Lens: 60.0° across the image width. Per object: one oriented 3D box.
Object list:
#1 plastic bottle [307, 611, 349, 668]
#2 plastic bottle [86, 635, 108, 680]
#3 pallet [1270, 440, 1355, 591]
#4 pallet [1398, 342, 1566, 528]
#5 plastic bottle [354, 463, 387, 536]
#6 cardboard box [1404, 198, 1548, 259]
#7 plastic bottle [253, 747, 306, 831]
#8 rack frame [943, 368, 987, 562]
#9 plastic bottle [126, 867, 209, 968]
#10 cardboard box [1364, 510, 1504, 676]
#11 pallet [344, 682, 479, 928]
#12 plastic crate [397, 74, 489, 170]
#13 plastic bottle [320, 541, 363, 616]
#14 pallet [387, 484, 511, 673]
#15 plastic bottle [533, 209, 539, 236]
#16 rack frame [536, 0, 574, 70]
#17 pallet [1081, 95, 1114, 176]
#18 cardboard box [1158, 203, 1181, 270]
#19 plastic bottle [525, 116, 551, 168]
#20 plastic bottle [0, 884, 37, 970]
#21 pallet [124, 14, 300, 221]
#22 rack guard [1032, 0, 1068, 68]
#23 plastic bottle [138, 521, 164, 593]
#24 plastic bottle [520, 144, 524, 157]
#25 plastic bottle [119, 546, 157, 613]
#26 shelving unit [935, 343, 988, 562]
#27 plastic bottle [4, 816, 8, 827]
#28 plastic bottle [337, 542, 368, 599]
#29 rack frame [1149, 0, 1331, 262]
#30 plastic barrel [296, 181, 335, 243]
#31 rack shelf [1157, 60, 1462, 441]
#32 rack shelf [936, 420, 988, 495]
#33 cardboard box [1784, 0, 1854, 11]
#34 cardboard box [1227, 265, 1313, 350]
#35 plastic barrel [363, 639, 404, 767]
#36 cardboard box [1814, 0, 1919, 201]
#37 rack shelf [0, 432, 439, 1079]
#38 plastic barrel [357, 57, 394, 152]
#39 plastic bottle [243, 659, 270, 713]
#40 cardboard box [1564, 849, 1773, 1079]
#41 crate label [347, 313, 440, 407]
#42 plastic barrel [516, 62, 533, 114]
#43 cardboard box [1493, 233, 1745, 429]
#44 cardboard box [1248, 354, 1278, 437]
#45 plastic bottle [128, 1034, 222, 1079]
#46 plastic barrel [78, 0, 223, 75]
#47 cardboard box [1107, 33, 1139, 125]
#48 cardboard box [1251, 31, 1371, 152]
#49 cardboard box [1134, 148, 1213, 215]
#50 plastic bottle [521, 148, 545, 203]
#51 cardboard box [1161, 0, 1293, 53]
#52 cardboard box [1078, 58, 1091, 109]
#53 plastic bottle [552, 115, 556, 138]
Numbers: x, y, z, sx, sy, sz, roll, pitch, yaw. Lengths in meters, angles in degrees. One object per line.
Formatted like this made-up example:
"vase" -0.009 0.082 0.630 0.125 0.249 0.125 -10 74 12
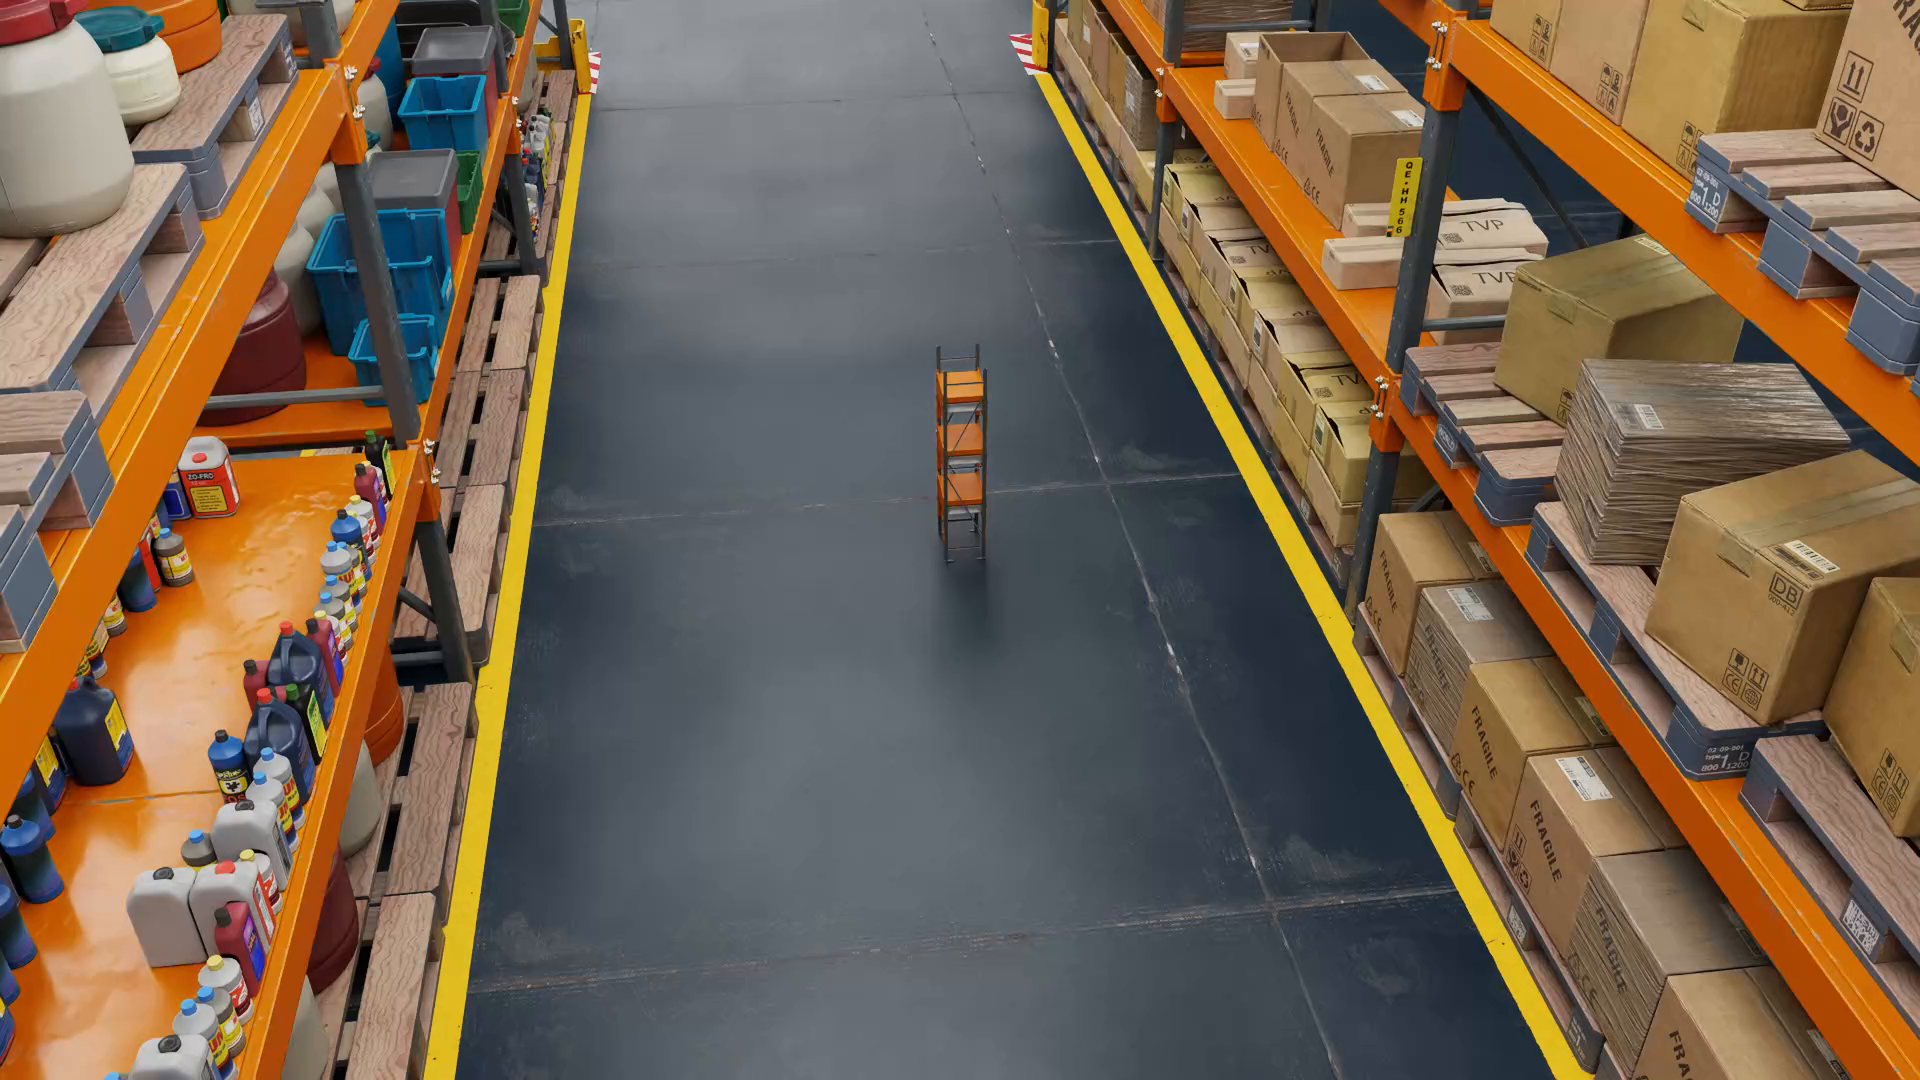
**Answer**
"plastic bottle" -2.019 0.316 5.299 0.097 0.201 0.097 0 34 0
"plastic bottle" -2.778 0.313 5.242 0.097 0.271 0.097 0 34 0
"pallet" 2.221 -0.218 8.382 1.003 0.211 1.213 -4 35 -6
"pallet" 2.454 -0.455 6.425 1.213 0.211 1.003 -4 35 -6
"plastic bottle" -2.108 -0.164 5.931 0.061 0.283 0.133 -4 35 -6
"cardboard box" 2.365 -1.385 7.697 0.500 0.311 0.500 -5 35 -7
"plastic bottle" -1.920 0.696 4.679 0.097 0.271 0.097 0 34 0
"rack frame" 0.024 -0.336 7.811 0.200 1.050 0.008 -4 35 -6
"plastic bottle" -2.038 0.957 4.293 0.152 0.276 0.135 -4 35 -6
"cardboard box" 2.071 0.219 7.094 0.500 0.500 0.500 -3 34 -4
"pallet" -2.469 1.055 6.515 1.003 0.211 1.213 -4 35 -6
"plastic crate" -2.697 -2.168 8.782 0.392 0.384 0.575 -4 35 -6
"plastic bottle" -2.058 0.124 5.519 0.097 0.271 0.097 0 34 0
"pallet" -2.682 0.183 7.795 1.003 0.211 1.213 -4 35 -6
"plastic bottle" -2.776 -2.060 10.703 0.097 0.201 0.097 0 34 0
"rack frame" -3.692 -4.999 12.922 1.000 3.000 0.127 -4 35 -6
"pallet" 1.522 -3.117 12.636 1.003 0.211 1.213 -4 35 -6
"cardboard box" 1.564 -1.933 10.492 0.500 0.250 0.500 -5 35 -8
"plastic bottle" -2.959 -2.782 11.630 0.144 0.351 0.185 -3 34 -4
"plastic bottle" -2.465 0.975 4.270 0.097 0.271 0.097 0 34 0
"pallet" -2.610 -1.262 4.942 1.003 0.211 1.213 -4 35 -6
"rack guard" 1.214 -4.352 14.193 1.175 0.500 0.348 -4 35 -6
"plastic bottle" -2.816 0.041 5.637 0.152 0.276 0.135 -4 35 -6
"plastic bottle" -3.077 -2.622 11.462 0.152 0.276 0.135 -4 35 -6
"plastic bottle" -2.767 0.105 5.547 0.097 0.271 0.097 0 34 0
"shelving unit" 0.007 -0.404 7.911 0.215 1.050 0.252 -4 35 -6
"plastic bottle" -2.694 0.735 4.612 0.061 0.283 0.133 -4 35 -6
"plastic bottle" -2.071 0.098 5.618 0.097 0.201 0.097 0 34 0
"rack frame" 1.755 -3.140 10.194 1.000 3.000 0.127 -4 35 -6
"plastic barrel" -3.023 -1.374 7.503 0.421 0.512 0.421 0 34 0
"rack shelf" 2.024 -1.726 8.758 1.077 0.370 4.000 -4 35 -6
"rack shelf" 0.007 -0.395 7.916 0.215 0.259 0.240 -4 35 -6
"cardboard box" 2.483 -1.788 4.571 0.500 0.500 0.500 -4 35 -6
"cardboard box" 1.772 -1.301 9.067 0.500 0.311 0.500 -3 34 -5
"plastic barrel" -2.533 0.460 6.465 0.600 0.830 0.708 -4 35 -6
"cardboard box" 2.654 -1.202 4.136 0.600 0.600 0.600 -6 35 -8
"rack shelf" -2.347 0.879 4.936 1.077 0.370 4.000 -4 35 -6
"plastic barrel" -3.243 -2.272 8.800 0.433 0.535 0.433 0 34 0
"plastic bottle" -2.103 0.459 5.017 0.061 0.283 0.133 -4 35 -6
"cardboard box" 2.355 1.366 5.411 0.500 0.500 0.500 -4 34 -6
"crate label" -2.301 -0.729 6.805 0.303 0.233 0.416 -4 35 -6
"plastic barrel" -3.460 -3.503 12.563 0.421 0.512 0.421 0 34 0
"cardboard box" 2.489 -0.780 6.269 0.700 0.500 0.500 -16 37 -22
"cardboard box" 1.843 -0.788 8.812 0.500 0.250 0.500 -4 34 -5
"plastic bottle" -1.812 1.258 3.851 0.152 0.276 0.135 -4 35 -6
"plastic barrel" -2.542 -1.808 4.822 0.600 0.830 0.708 -4 35 -6
"cardboard box" 1.349 -3.288 11.814 0.500 0.500 0.500 -4 35 -6
"cardboard box" 1.913 -2.457 9.103 0.500 0.500 0.500 -2 34 -3
"cardboard box" 1.476 -2.419 11.205 0.500 0.250 0.500 -4 35 -6
"plastic bottle" -2.877 -2.441 11.130 0.144 0.351 0.185 -6 35 -8
"cardboard box" 1.689 -3.428 10.528 0.700 0.500 0.500 -5 35 -8
"cardboard box" 1.206 -3.535 12.843 0.500 0.250 0.500 -4 35 -6
"plastic bottle" -3.010 -3.033 12.131 0.097 0.201 0.097 0 34 0
